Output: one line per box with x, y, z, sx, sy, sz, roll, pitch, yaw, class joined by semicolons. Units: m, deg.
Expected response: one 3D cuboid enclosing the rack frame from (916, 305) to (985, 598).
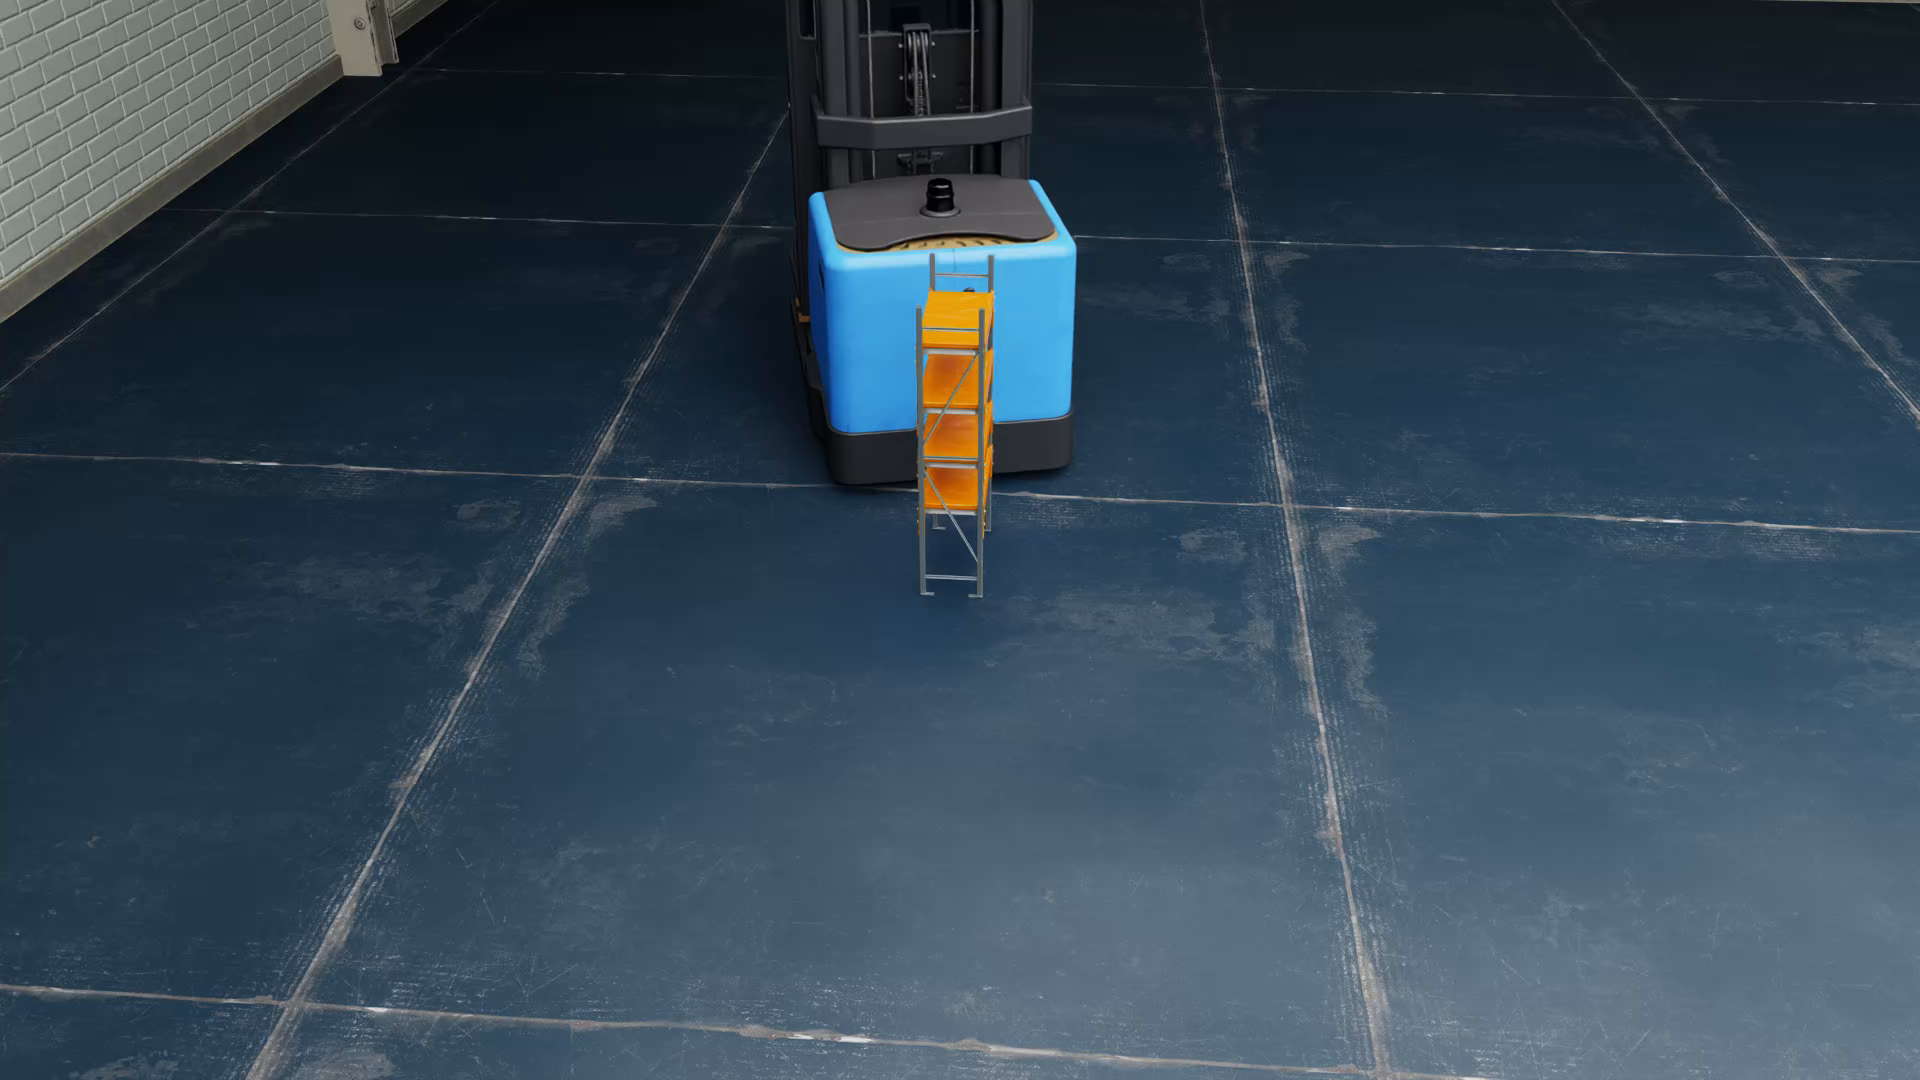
-0.033;-0.297;6.088;0.240;1.200;0.015;2;32;4;rack frame

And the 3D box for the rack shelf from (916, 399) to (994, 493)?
-0.013;-0.367;6.330;0.258;0.148;0.480;2;32;4;rack shelf

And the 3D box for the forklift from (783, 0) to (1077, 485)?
-0.264;-2.238;7.588;1.130;2.935;3.031;-5;32;-8;forklift

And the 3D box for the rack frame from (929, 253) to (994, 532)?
0.006;-0.552;6.502;0.240;1.200;0.015;2;32;4;rack frame

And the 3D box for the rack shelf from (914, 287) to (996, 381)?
-0.013;-0.759;6.089;0.258;0.148;0.480;2;32;4;rack shelf

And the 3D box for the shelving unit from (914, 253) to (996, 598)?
-0.013;-0.424;6.295;0.258;1.200;0.503;2;32;4;shelving unit

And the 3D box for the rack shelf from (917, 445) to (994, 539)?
-0.013;-0.198;6.434;0.258;0.148;0.480;2;32;4;rack shelf

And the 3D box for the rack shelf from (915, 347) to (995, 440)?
-0.013;-0.557;6.213;0.258;0.148;0.480;2;32;4;rack shelf

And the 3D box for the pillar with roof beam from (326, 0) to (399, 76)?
-0.150;-7.198;9.853;9.100;9.000;0.400;2;32;4;pillar with roof beam
